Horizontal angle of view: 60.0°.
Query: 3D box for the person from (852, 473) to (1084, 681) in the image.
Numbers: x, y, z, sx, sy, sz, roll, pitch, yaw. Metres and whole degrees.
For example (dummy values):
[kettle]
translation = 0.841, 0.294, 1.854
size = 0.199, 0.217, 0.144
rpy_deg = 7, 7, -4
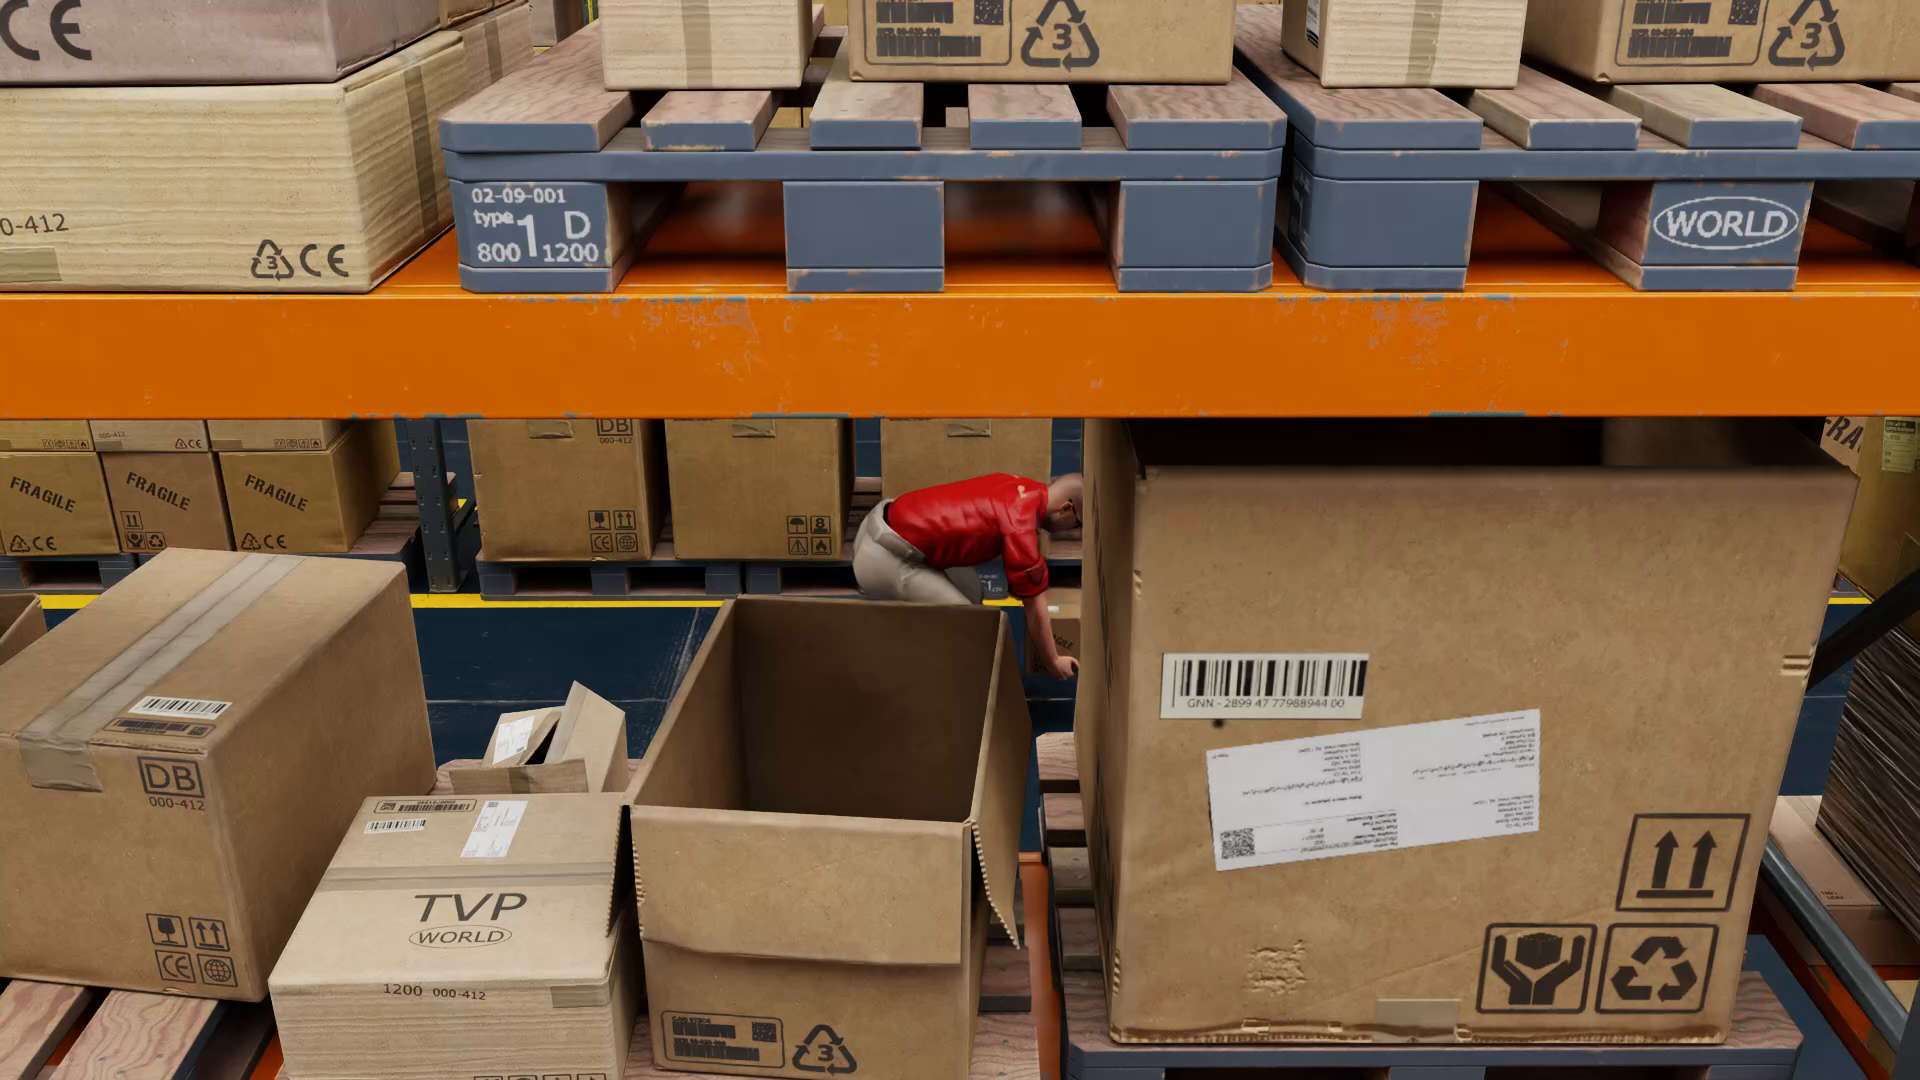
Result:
[person]
translation = 0.059, 0.233, 6.476
size = 0.944, 1.019, 0.539
rpy_deg = -1, 24, -3
